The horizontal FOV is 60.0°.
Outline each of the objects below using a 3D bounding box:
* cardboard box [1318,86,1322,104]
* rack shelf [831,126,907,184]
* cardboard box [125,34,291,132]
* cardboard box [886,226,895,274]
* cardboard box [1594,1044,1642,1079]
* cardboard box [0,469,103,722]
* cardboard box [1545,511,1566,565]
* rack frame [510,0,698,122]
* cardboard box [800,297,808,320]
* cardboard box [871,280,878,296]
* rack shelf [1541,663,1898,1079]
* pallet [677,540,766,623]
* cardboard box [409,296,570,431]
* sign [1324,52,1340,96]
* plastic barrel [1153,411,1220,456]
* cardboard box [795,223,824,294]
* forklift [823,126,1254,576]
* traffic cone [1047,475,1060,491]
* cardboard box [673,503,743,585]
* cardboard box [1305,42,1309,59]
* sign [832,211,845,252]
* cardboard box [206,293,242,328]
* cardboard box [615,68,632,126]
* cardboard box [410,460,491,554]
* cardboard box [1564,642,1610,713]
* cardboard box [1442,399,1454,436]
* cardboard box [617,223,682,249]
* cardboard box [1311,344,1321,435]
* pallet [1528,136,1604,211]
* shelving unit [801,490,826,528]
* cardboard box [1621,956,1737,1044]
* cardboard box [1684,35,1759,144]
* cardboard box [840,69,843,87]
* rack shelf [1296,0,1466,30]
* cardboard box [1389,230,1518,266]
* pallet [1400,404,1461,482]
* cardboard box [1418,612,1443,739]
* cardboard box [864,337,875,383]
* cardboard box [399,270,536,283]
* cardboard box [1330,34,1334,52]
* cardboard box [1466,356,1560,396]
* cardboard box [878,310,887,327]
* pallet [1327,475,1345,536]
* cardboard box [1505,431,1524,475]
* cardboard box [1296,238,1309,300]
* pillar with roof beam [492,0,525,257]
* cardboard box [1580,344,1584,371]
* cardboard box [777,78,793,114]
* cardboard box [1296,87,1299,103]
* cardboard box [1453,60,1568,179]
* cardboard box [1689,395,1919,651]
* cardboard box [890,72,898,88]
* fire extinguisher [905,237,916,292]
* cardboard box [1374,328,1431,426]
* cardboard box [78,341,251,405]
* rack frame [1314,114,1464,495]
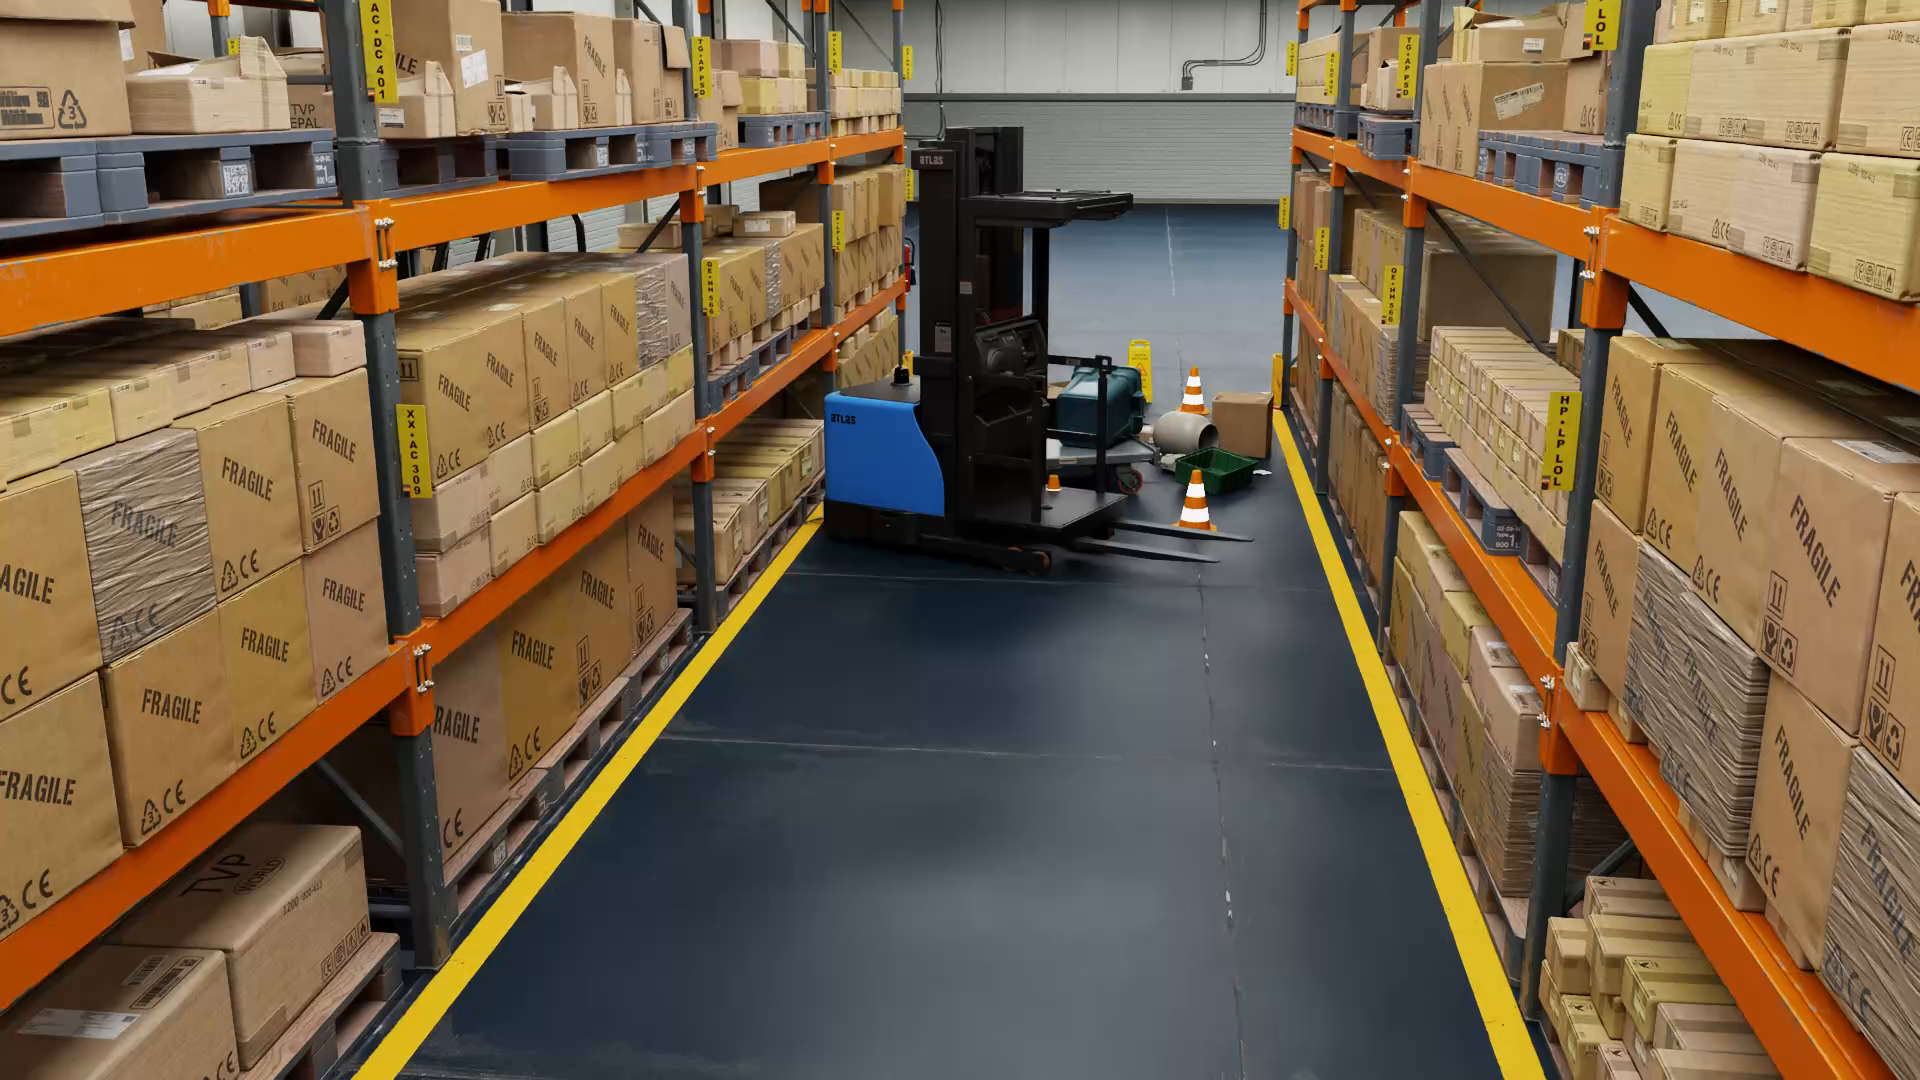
[{"bbox_3d":[3.237,-3.765,14.077,0.380,0.149,0.250,2,15,7],"label":"cardboard box"},{"bbox_3d":[-1.305,-3.559,15.208,1.077,0.370,4.000,2,15,6],"label":"rack shelf"},{"bbox_3d":[-2.187,-1.323,4.825,0.396,0.266,0.258,2,15,8],"label":"cardboard box"},{"bbox_3d":[-0.928,-2.890,16.342,0.500,0.500,0.500,2,15,6],"label":"cardboard box"},{"bbox_3d":[2.130,1.649,4.976,0.380,0.149,0.250,2,15,6],"label":"cardboard box"},{"bbox_3d":[-2.390,0.129,3.833,0.500,0.500,0.500,2,15,6],"label":"cardboard box"},{"bbox_3d":[2.373,-0.003,6.102,0.380,0.149,0.250,2,15,7],"label":"cardboard box"},{"bbox_3d":[-1.982,-3.798,8.968,1.000,3.000,0.127,2,15,6],"label":"rack frame"},{"bbox_3d":[-1.355,-1.743,12.540,0.380,0.149,0.250,1,15,5],"label":"cardboard box"},{"bbox_3d":[-0.984,-2.418,15.841,0.380,0.149,0.250,2,15,6],"label":"cardboard box"},{"bbox_3d":[2.271,1.121,3.648,1.077,0.370,4.000,2,15,6],"label":"rack shelf"},{"bbox_3d":[-1.892,0.242,10.864,1.003,0.211,1.213,2,15,6],"label":"pallet"},{"bbox_3d":[-2.009,-0.764,7.133,0.500,0.500,0.500,1,15,5],"label":"cardboard box"},{"bbox_3d":[2.848,-3.572,12.735,0.100,0.325,0.005,2,15,6],"label":"sign"},{"bbox_3d":[2.003,-0.916,14.737,0.421,0.421,0.512,-14,20,-42],"label":"plastic barrel"},{"bbox_3d":[-1.355,-2.207,13.013,0.500,0.500,0.500,1,15,5],"label":"cardboard box"},{"bbox_3d":[0.535,-1.332,11.473,3.031,2.935,1.130,9,17,29],"label":"forklift"},{"bbox_3d":[0.682,-0.247,12.190,0.336,0.463,0.334,2,15,6],"label":"traffic cone"},{"bbox_3d":[-1.908,0.018,10.580,0.950,0.372,0.625,1,15,2],"label":"cardboard box"},{"bbox_3d":[3.410,-4.546,15.438,0.380,0.149,0.250,2,15,7],"label":"cardboard box"},{"bbox_3d":[-0.979,-2.483,13.379,0.100,0.325,0.005,2,15,6],"label":"sign"},{"bbox_3d":[-6.260,-1.874,13.632,0.500,0.250,0.500,2,15,8],"label":"cardboard box"},{"bbox_3d":[-1.789,-2.120,7.963,0.396,0.266,0.258,1,15,5],"label":"cardboard box"},{"bbox_3d":[-2.103,-0.139,6.260,0.500,0.250,0.500,1,15,5],"label":"cardboard box"},{"bbox_3d":[2.140,0.440,5.269,0.380,0.149,0.250,2,15,8],"label":"cardboard box"},{"bbox_3d":[2.637,-0.614,8.363,0.380,0.149,0.250,2,15,9],"label":"cardboard box"},{"bbox_3d":[-2.078,-2.042,11.160,0.380,0.149,0.250,1,15,4],"label":"cardboard box"},{"bbox_3d":[3.638,-1.392,14.829,0.875,0.875,0.875,2,15,7],"label":"cardboard box"},{"bbox_3d":[2.672,-1.259,5.686,1.213,0.211,1.003,2,15,6],"label":"pallet"},{"bbox_3d":[-0.832,-0.296,12.826,0.258,0.210,0.900,11,18,35],"label":"shelving unit"},{"bbox_3d":[2.182,1.361,4.898,0.380,0.149,0.250,1,15,5],"label":"cardboard box"},{"bbox_3d":[2.143,-1.115,4.122,0.500,0.250,0.500,2,15,6],"label":"cardboard box"},{"bbox_3d":[-1.170,-3.791,13.644,0.380,0.149,0.250,2,15,8],"label":"cardboard box"},{"bbox_3d":[3.625,-4.694,14.427,1.077,0.370,4.000,2,15,6],"label":"rack shelf"},{"bbox_3d":[3.120,-1.694,10.572,0.700,0.500,0.500,1,15,5],"label":"cardboard box"},{"bbox_3d":[2.973,-0.502,8.639,1.213,0.211,1.003,2,15,6],"label":"pallet"},{"bbox_3d":[2.508,0.661,7.954,0.500,0.500,0.500,1,15,5],"label":"cardboard box"},{"bbox_3d":[-1.087,-1.595,15.342,0.500,0.500,0.500,3,15,9],"label":"cardboard box"},{"bbox_3d":[-2.401,-1.049,8.190,0.500,0.500,0.500,2,15,8],"label":"cardboard box"},{"bbox_3d":[3.153,-3.952,13.243,0.380,0.149,0.250,2,15,6],"label":"cardboard box"},{"bbox_3d":[2.584,-0.765,7.780,0.380,0.149,0.250,2,15,9],"label":"cardboard box"},{"bbox_3d":[-0.917,-2.150,16.149,0.380,0.149,0.250,2,15,7],"label":"cardboard box"},{"bbox_3d":[3.387,-0.271,12.761,1.003,0.211,1.213,2,15,6],"label":"pallet"},{"bbox_3d":[2.462,-0.350,6.817,0.380,0.149,0.250,1,15,3],"label":"cardboard box"},{"bbox_3d":[3.626,-2.547,15.548,0.875,0.550,0.550,2,15,6],"label":"cardboard box"},{"bbox_3d":[-2.031,-7.293,21.895,9.100,9.000,0.400,2,15,6],"label":"pillar with roof beam"},{"bbox_3d":[3.288,-0.877,8.197,0.380,0.149,0.250,2,15,8],"label":"cardboard box"},{"bbox_3d":[-1.515,-3.231,12.100,0.500,0.250,0.500,2,15,7],"label":"cardboard box"},{"bbox_3d":[3.493,-4.355,16.262,0.380,0.149,0.250,2,15,7],"label":"cardboard box"},{"bbox_3d":[2.519,-1.879,7.425,0.500,0.500,0.500,2,15,6],"label":"cardboard box"},{"bbox_3d":[2.073,-0.045,3.905,0.500,0.500,0.500,2,15,7],"label":"cardboard box"},{"bbox_3d":[-0.824,-4.592,16.605,0.380,0.149,0.250,2,15,7],"label":"cardboard box"},{"bbox_3d":[-0.608,-2.956,17.494,0.296,0.674,0.183,2,15,6],"label":"fire extinguisher"},{"bbox_3d":[2.732,-0.955,9.757,0.500,0.500,0.500,2,15,6],"label":"cardboard box"},{"bbox_3d":[-2.327,-0.490,4.877,0.380,0.149,0.250,2,15,6],"label":"cardboard box"},{"bbox_3d":[3.399,-1.820,13.145,1.000,3.000,0.127,2,15,6],"label":"rack frame"}]
